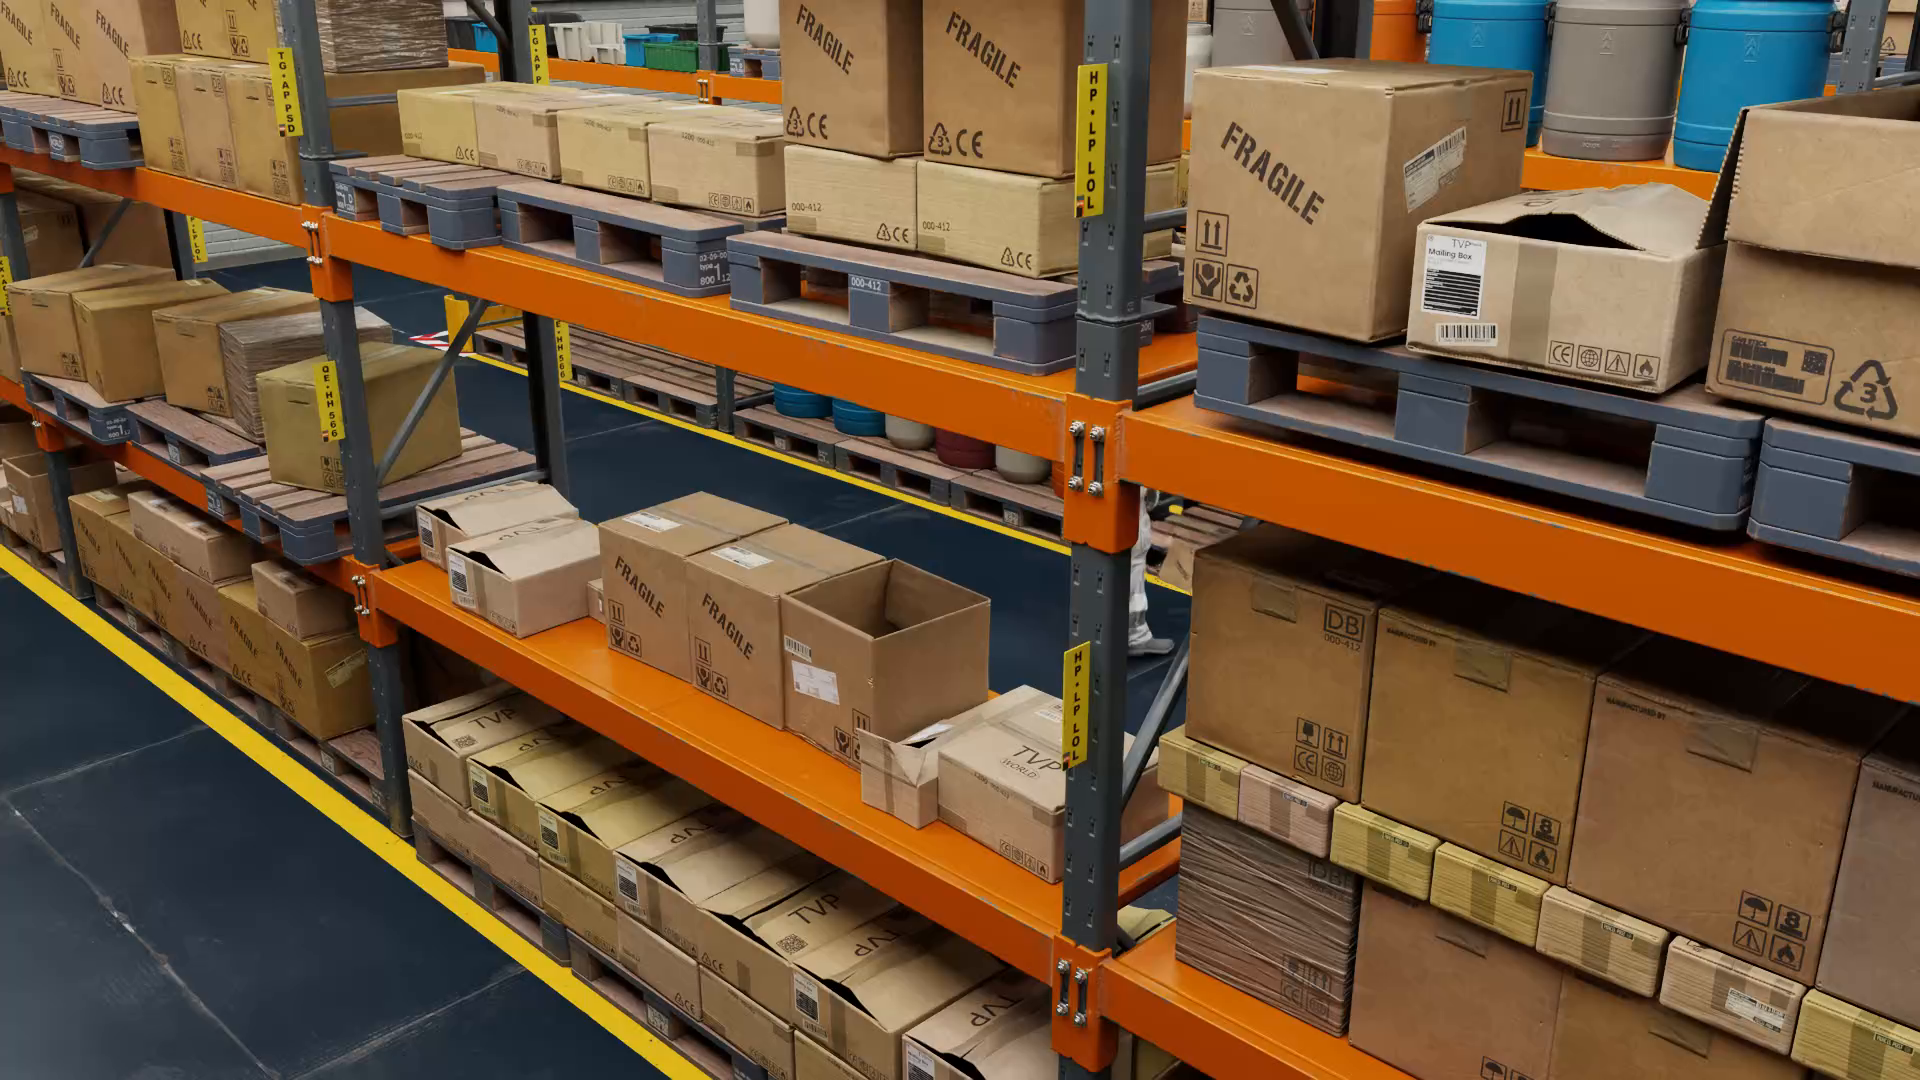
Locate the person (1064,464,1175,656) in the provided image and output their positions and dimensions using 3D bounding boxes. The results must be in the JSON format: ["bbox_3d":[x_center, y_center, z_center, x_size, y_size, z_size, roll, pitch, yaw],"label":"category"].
[{"bbox_3d":[0.880,-0.238,9.131,0.651,1.788,0.403,-2,20,-4],"label":"person"}]
